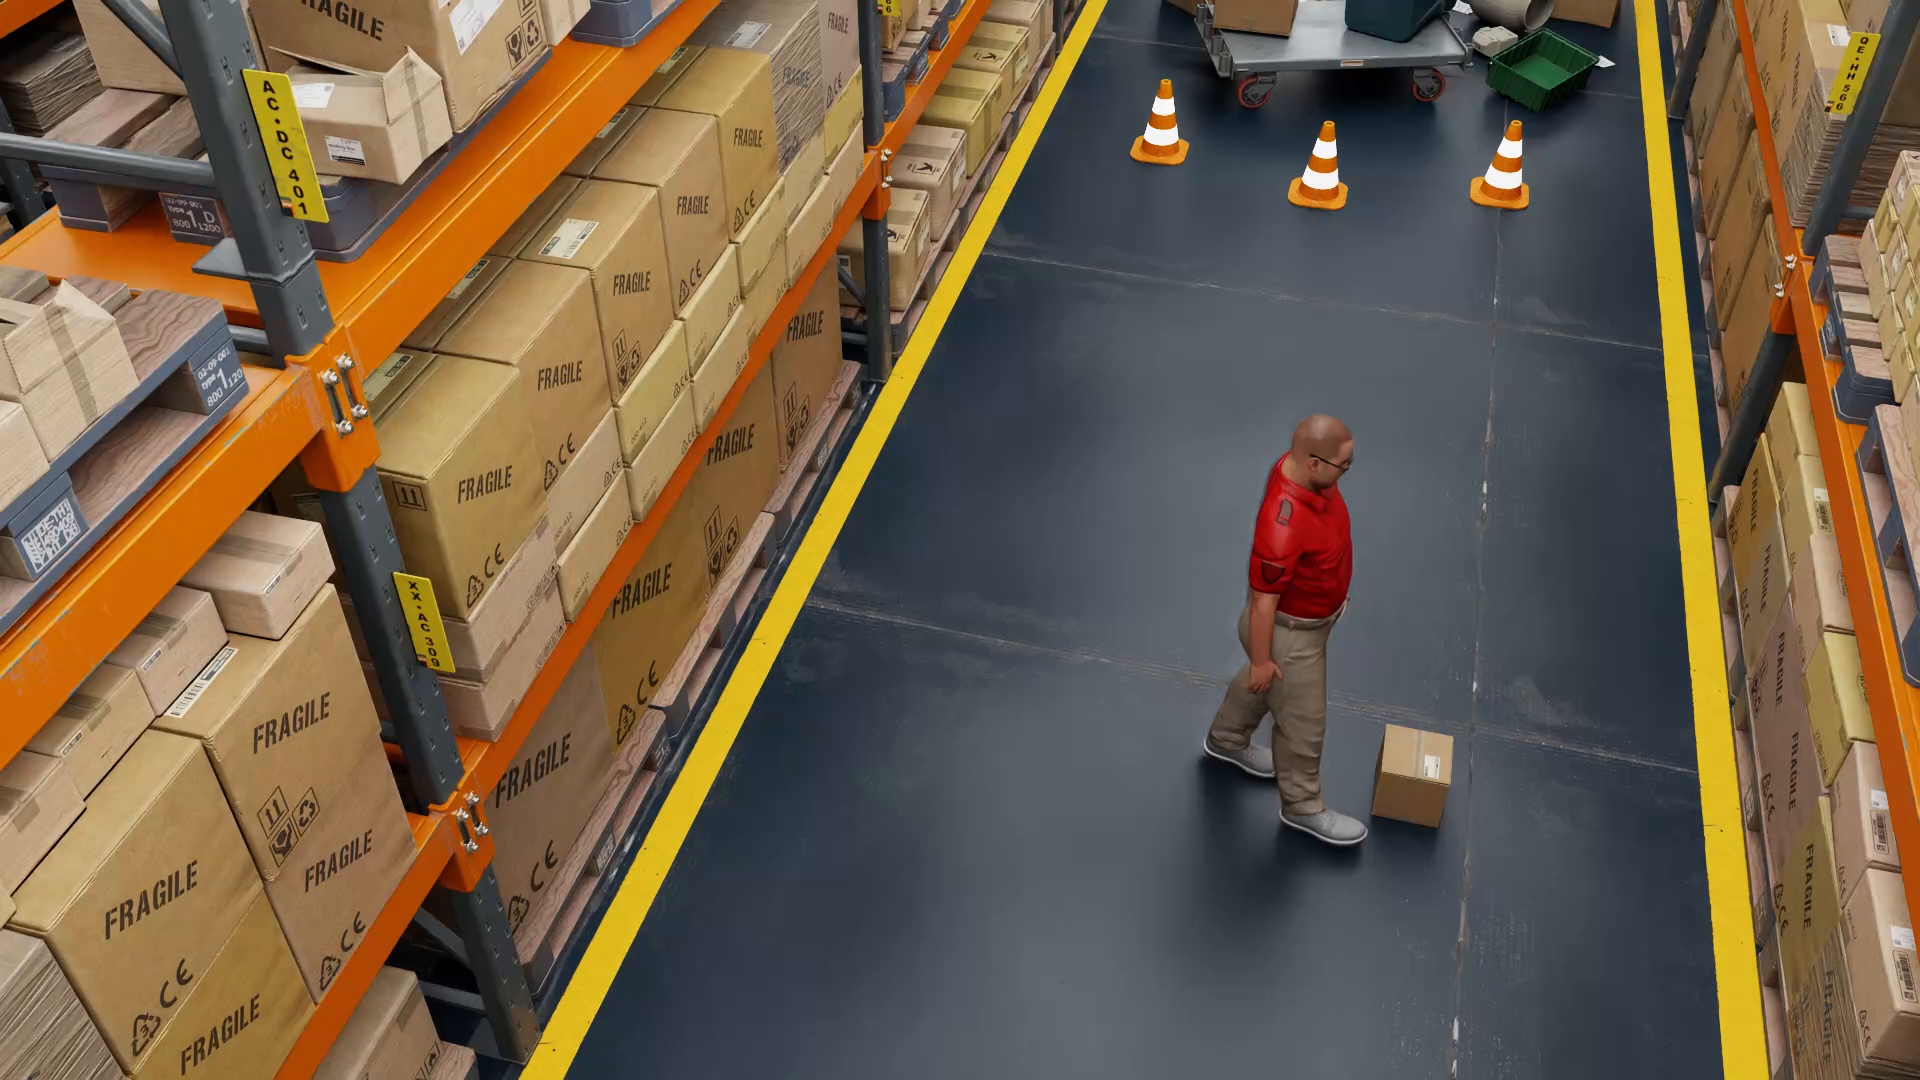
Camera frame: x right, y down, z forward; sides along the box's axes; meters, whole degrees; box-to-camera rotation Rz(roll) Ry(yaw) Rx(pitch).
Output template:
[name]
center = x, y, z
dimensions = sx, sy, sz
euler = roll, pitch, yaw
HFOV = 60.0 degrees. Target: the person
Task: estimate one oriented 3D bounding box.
[person]
center = 1.242, 0.298, 5.800
dimensions = 0.668, 1.716, 0.559
euler = 13, 42, 15
